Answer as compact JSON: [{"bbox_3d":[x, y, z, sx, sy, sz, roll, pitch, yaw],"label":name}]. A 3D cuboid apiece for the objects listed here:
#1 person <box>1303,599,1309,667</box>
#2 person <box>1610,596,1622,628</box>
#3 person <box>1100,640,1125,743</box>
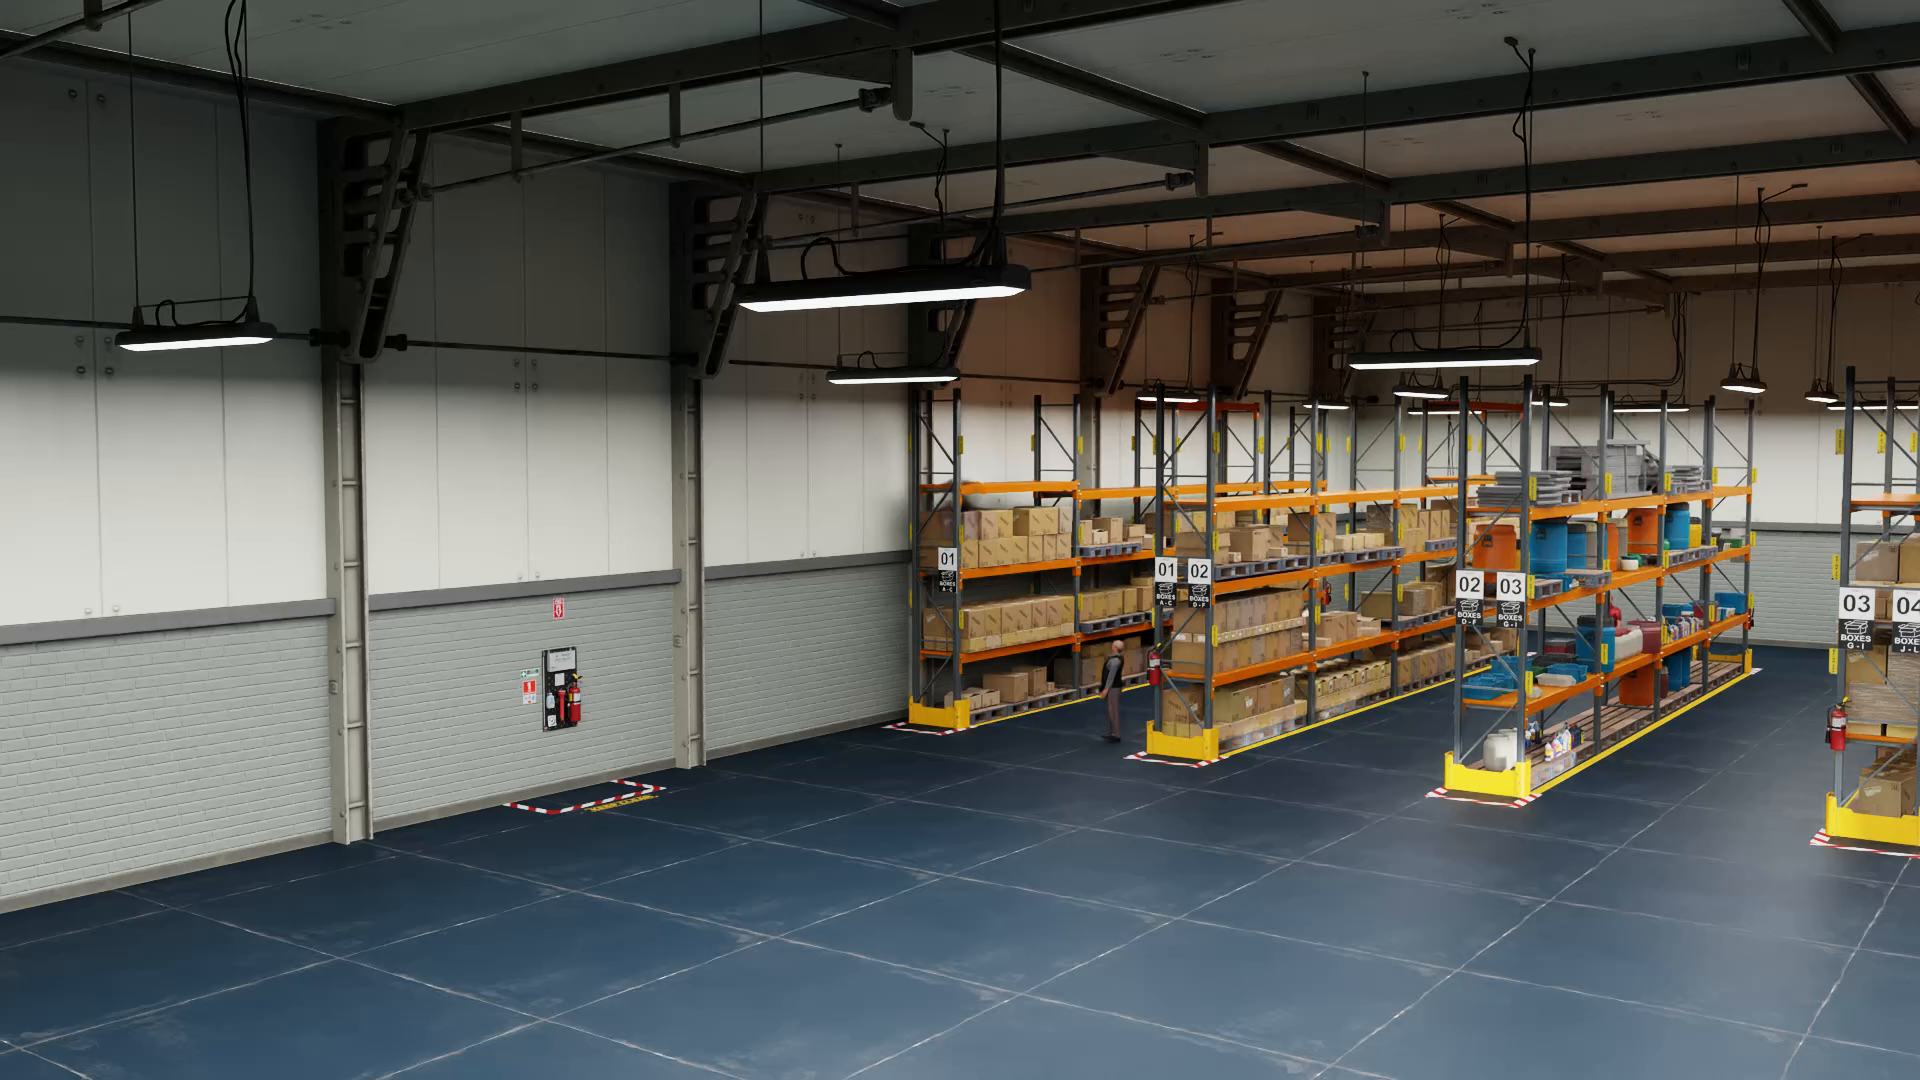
[{"bbox_3d":[7.578,2.119,36.008,0.508,1.711,0.397,-2,4,-34],"label":"person"},{"bbox_3d":[14.284,2.063,36.622,0.540,1.671,1.060,2,4,33],"label":"person"},{"bbox_3d":[2.578,2.554,28.187,0.448,1.734,0.555,0,3,-4],"label":"person"}]
